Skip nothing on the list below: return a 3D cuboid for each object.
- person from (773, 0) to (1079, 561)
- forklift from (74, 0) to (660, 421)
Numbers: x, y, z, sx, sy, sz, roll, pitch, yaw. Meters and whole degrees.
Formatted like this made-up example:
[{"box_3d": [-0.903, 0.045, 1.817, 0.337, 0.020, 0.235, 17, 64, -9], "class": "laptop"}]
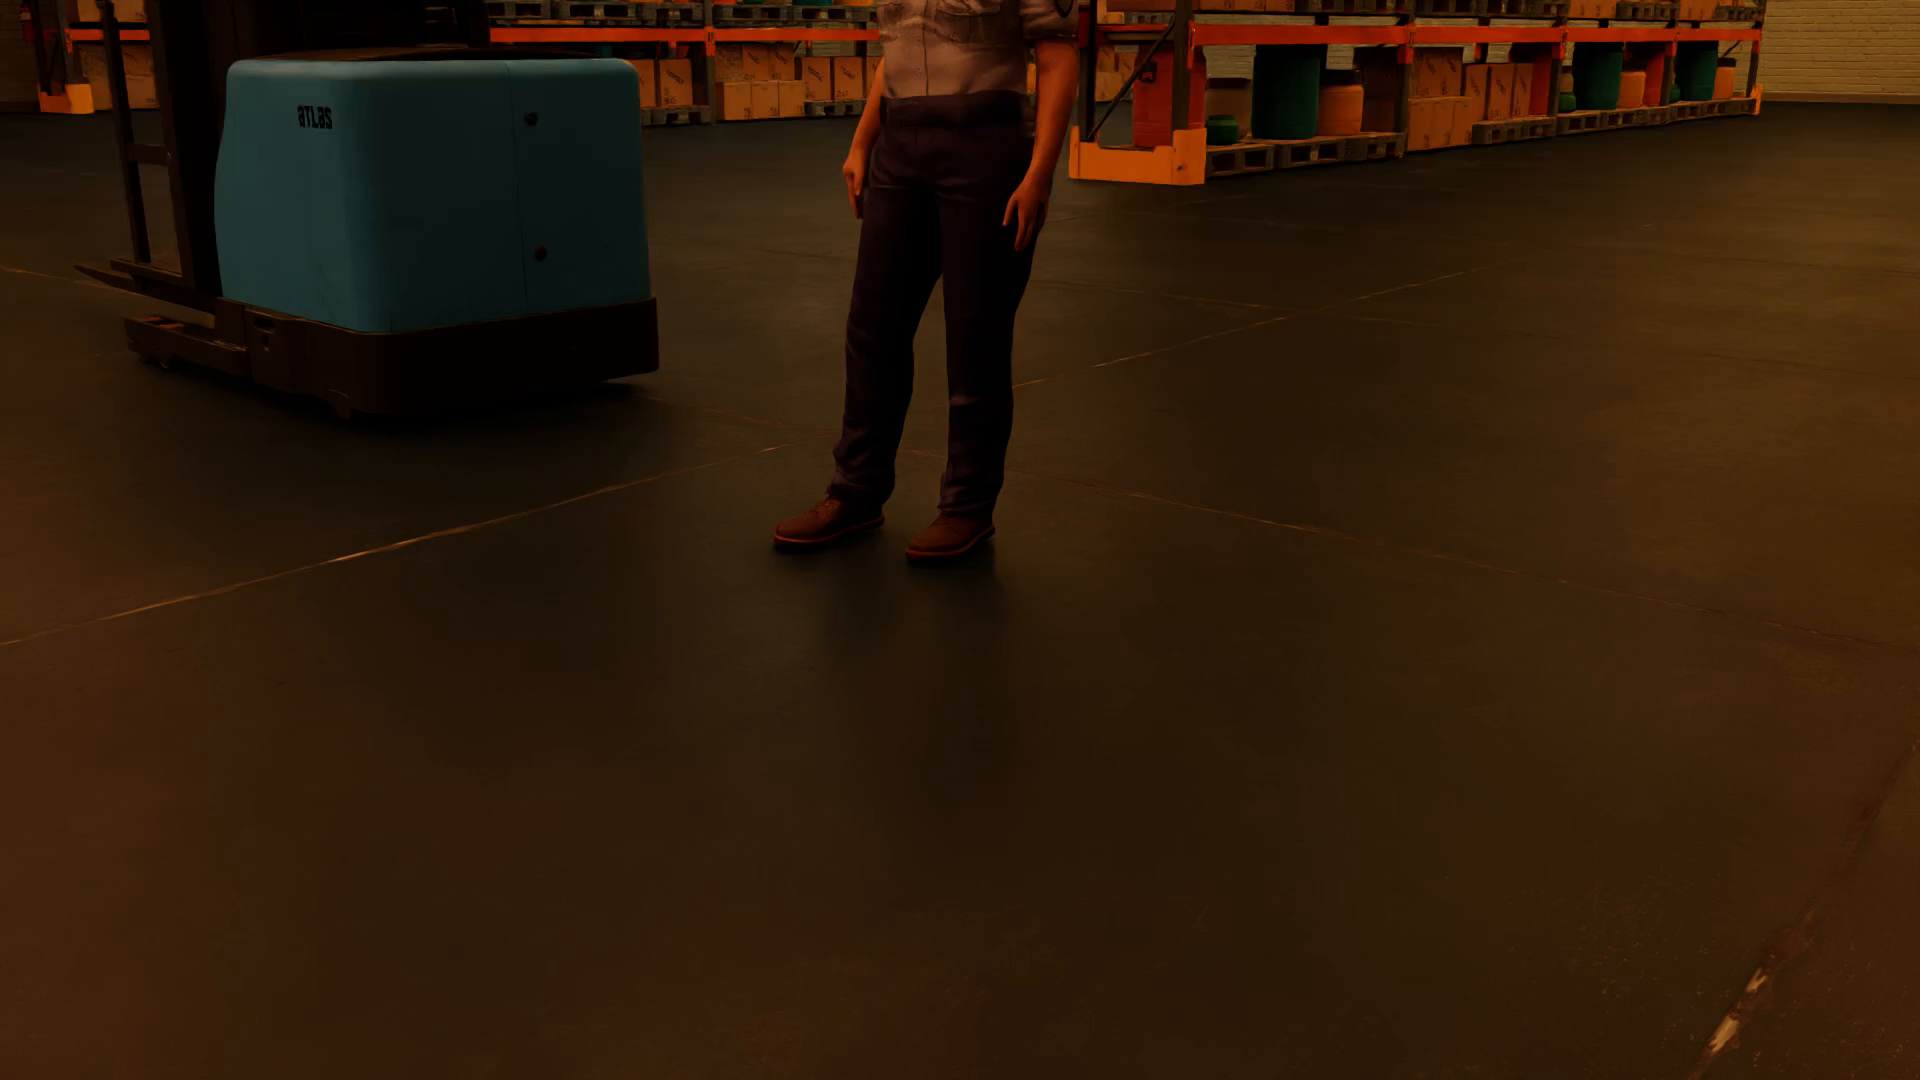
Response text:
[{"box_3d": [-0.074, -0.780, 3.648, 0.598, 1.651, 0.503, 13, 21, 37], "class": "person"}, {"box_3d": [-2.413, -2.109, 5.844, 3.031, 2.935, 1.130, 16, 23, 42], "class": "forklift"}]
